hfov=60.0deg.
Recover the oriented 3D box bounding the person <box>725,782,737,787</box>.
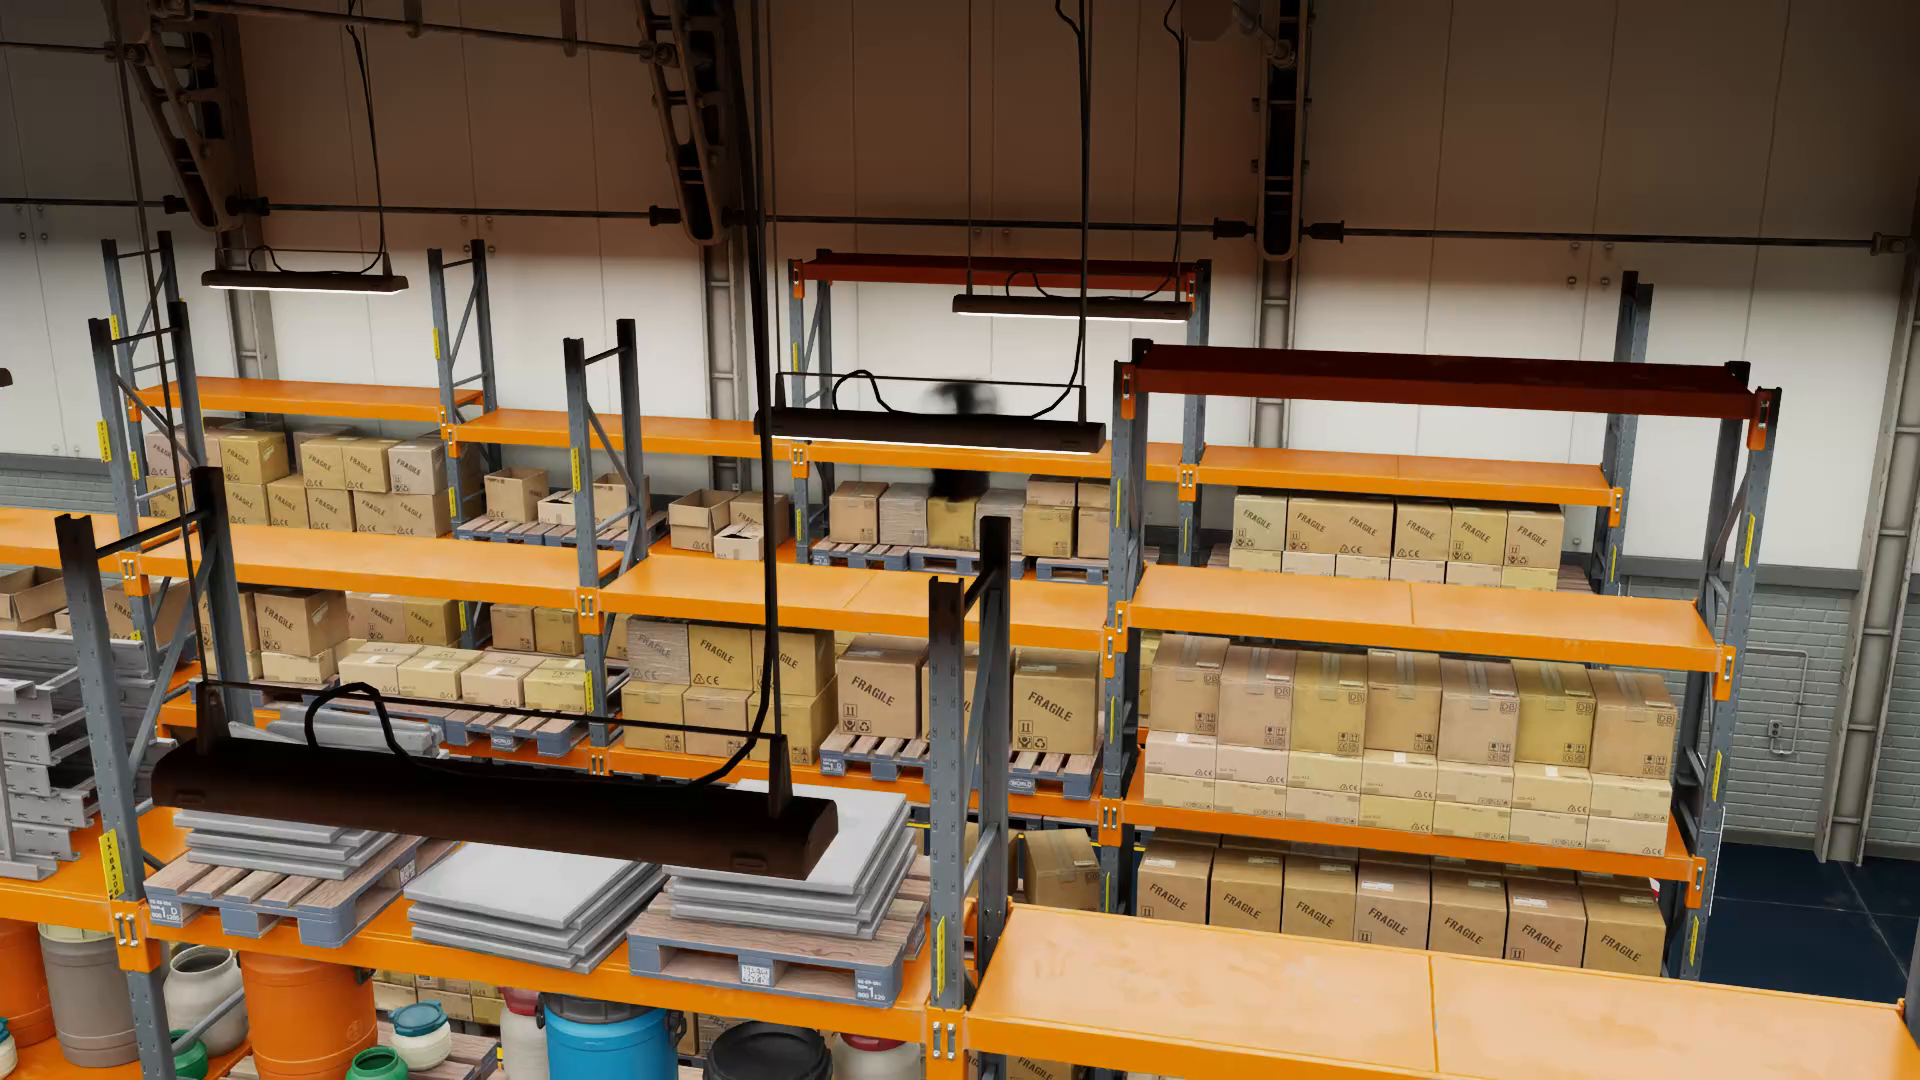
[{"bbox_3d":[-2.010,2.809,15.862,0.529,1.678,0.720,12,20,34],"label":"person"}]
